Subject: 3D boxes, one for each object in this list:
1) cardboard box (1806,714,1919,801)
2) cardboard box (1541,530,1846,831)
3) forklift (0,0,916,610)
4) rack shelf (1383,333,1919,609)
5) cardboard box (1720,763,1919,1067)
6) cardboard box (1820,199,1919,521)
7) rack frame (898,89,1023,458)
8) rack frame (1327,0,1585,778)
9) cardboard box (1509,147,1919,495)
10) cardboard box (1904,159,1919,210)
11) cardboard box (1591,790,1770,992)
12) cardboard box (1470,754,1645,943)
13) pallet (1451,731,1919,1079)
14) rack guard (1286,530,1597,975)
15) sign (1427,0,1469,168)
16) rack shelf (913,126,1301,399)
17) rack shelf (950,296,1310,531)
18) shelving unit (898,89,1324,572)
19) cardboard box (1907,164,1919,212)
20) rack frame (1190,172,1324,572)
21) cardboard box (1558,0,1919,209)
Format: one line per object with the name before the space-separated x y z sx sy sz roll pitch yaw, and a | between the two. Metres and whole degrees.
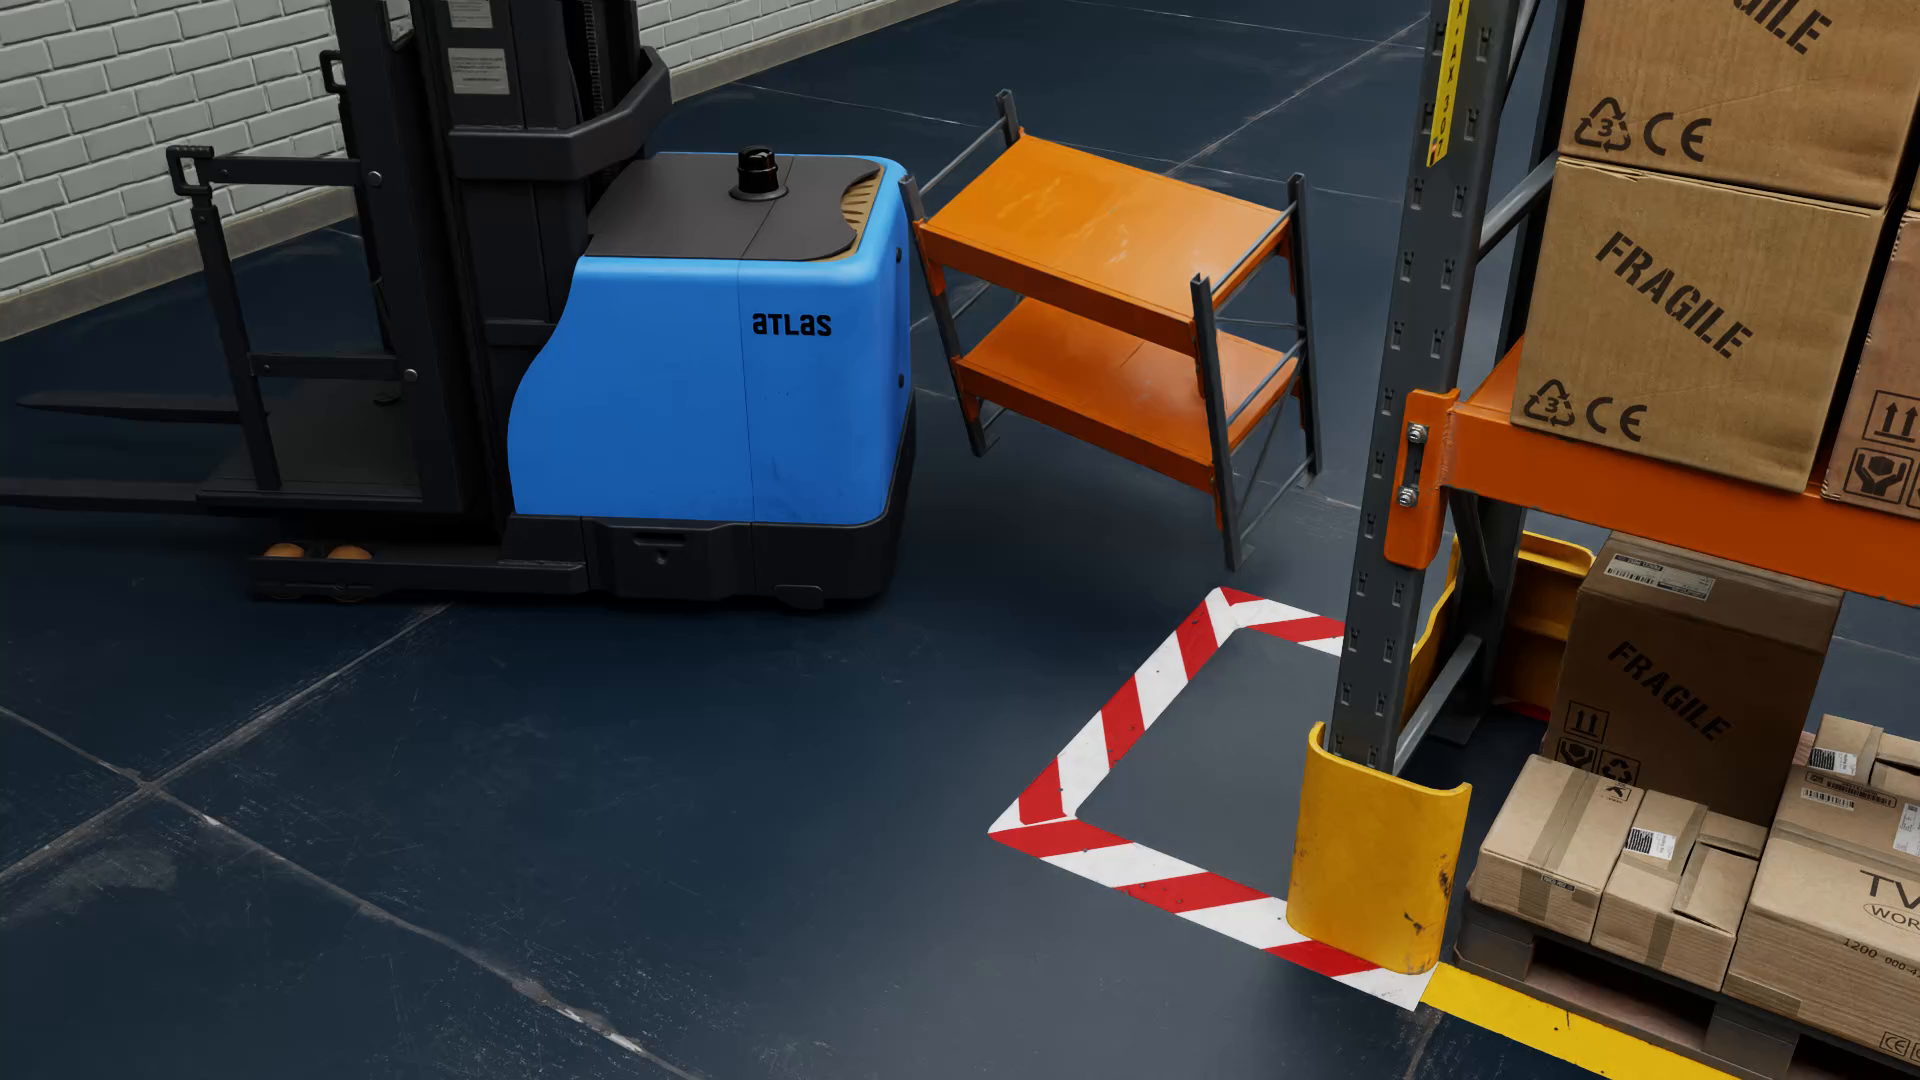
cardboard box | 1.994 0.571 3.669 0.250 0.166 0.380 18 35 27
cardboard box | 1.699 0.280 3.837 0.500 0.500 0.500 18 35 27
forklift | -1.689 -1.344 4.645 3.031 2.935 1.130 2 30 3
rack shelf | 2.801 0.196 2.651 4.000 0.370 1.077 18 35 27
cardboard box | 1.841 0.748 3.283 0.500 0.250 0.500 18 35 27
cardboard box | 1.783 -0.326 2.733 0.500 0.500 0.500 17 34 27
rack frame | 0.100 -0.817 5.294 0.032 1.125 0.500 26 60 33
rack frame | 1.107 -0.650 3.388 0.127 3.000 1.000 18 35 27
cardboard box | 1.343 -0.462 2.966 0.500 0.500 0.500 18 35 28
cardboard box | 1.631 -0.690 3.356 0.500 0.500 0.500 19 35 29
cardboard box | 1.491 0.709 3.432 0.250 0.166 0.380 18 35 27
cardboard box | 1.279 0.650 3.551 0.250 0.149 0.380 18 35 27
pallet | 1.847 0.788 3.690 1.213 0.211 1.003 18 35 27
rack guard | 1.172 0.450 3.983 0.348 0.500 1.175 18 35 27
sign | 0.819 -0.792 2.772 0.005 0.325 0.100 18 35 27
rack shelf | 0.424 -0.824 4.805 1.000 0.278 0.538 26 60 33
rack shelf | 0.532 -0.468 5.193 1.000 0.278 0.538 26 60 33
shelving unit | 0.483 -0.630 5.017 1.048 1.125 0.538 26 60 33
cardboard box | 1.790 -0.757 2.479 0.500 0.500 0.500 18 35 28
rack frame | 0.866 -0.444 4.739 0.032 1.125 0.500 26 60 33
cardboard box | 1.343 -0.894 2.714 0.500 0.500 0.500 19 35 29
